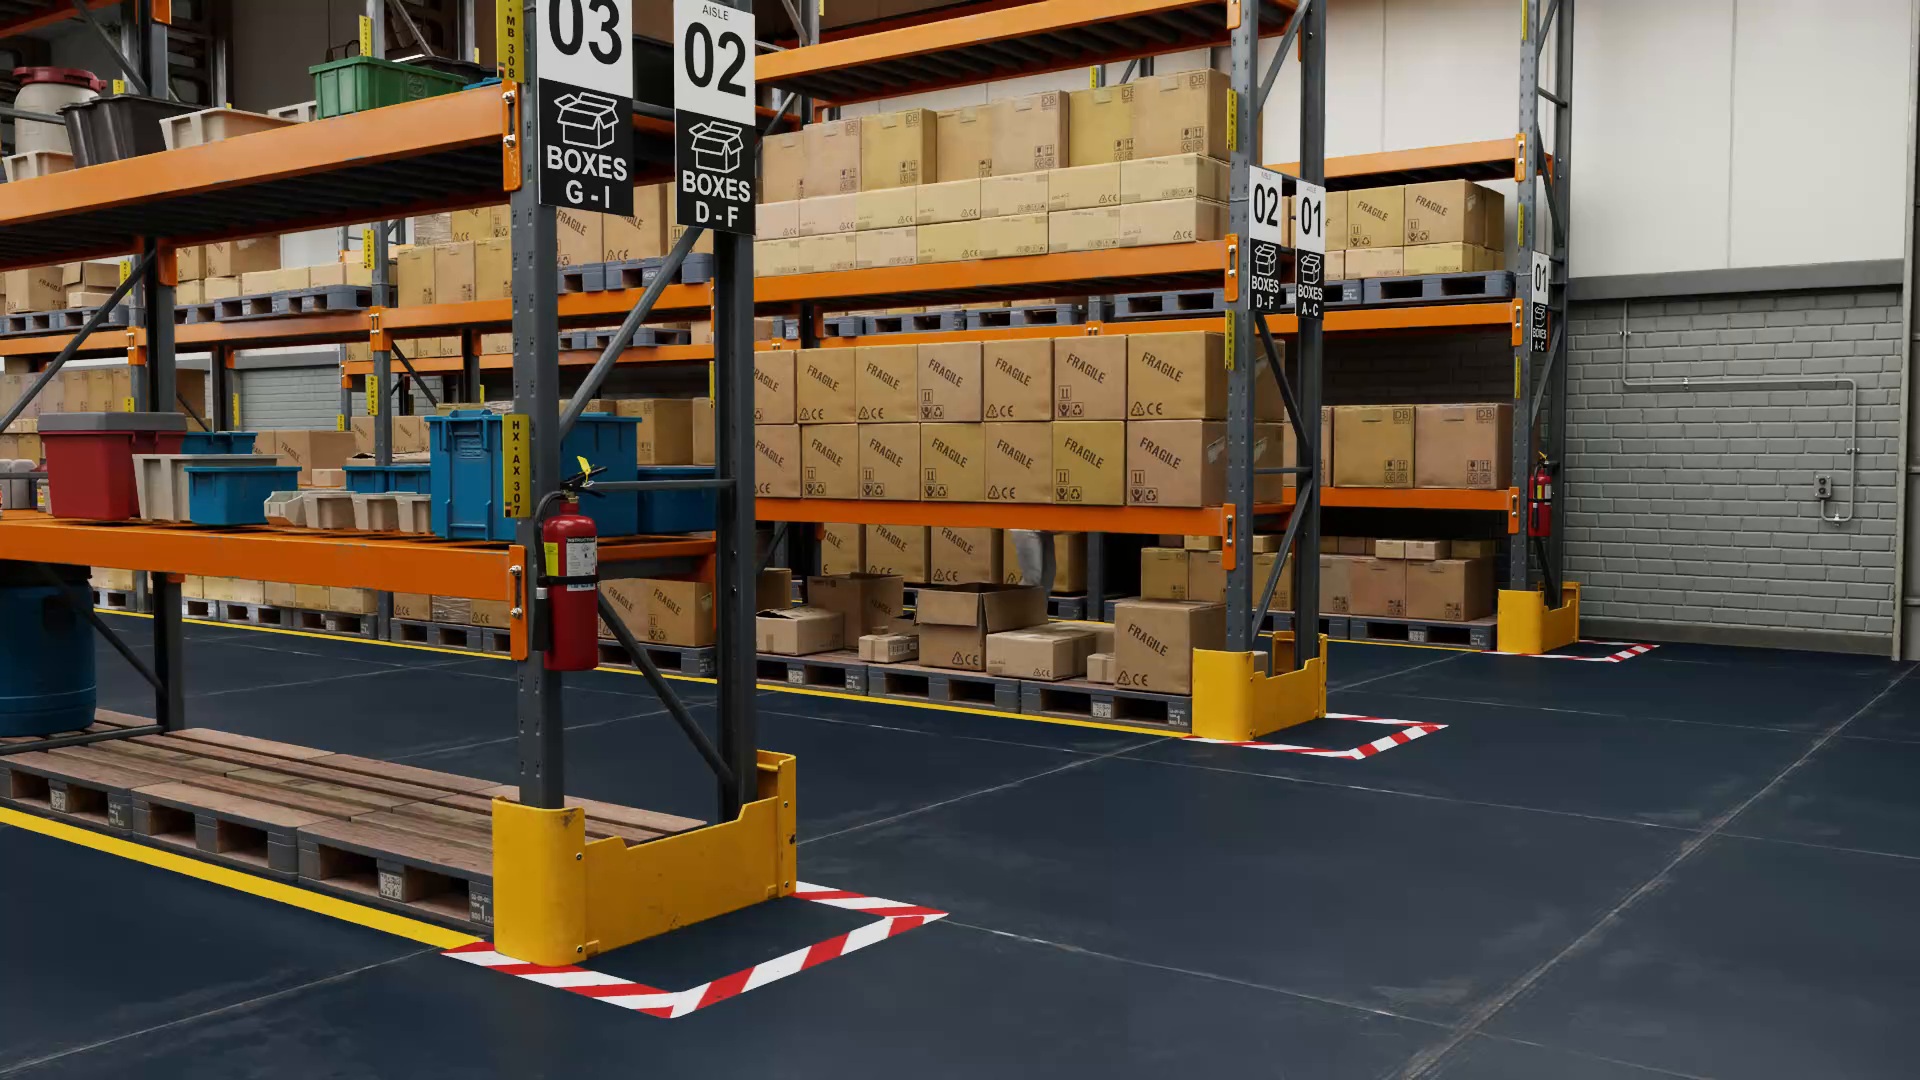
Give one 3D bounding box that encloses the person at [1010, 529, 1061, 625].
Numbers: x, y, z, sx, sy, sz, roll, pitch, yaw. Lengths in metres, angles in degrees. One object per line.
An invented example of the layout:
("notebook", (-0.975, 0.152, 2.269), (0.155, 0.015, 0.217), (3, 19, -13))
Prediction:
("person", (0.740, -0.063, 14.862), (0.566, 1.762, 0.493), (2, 4, 31))
